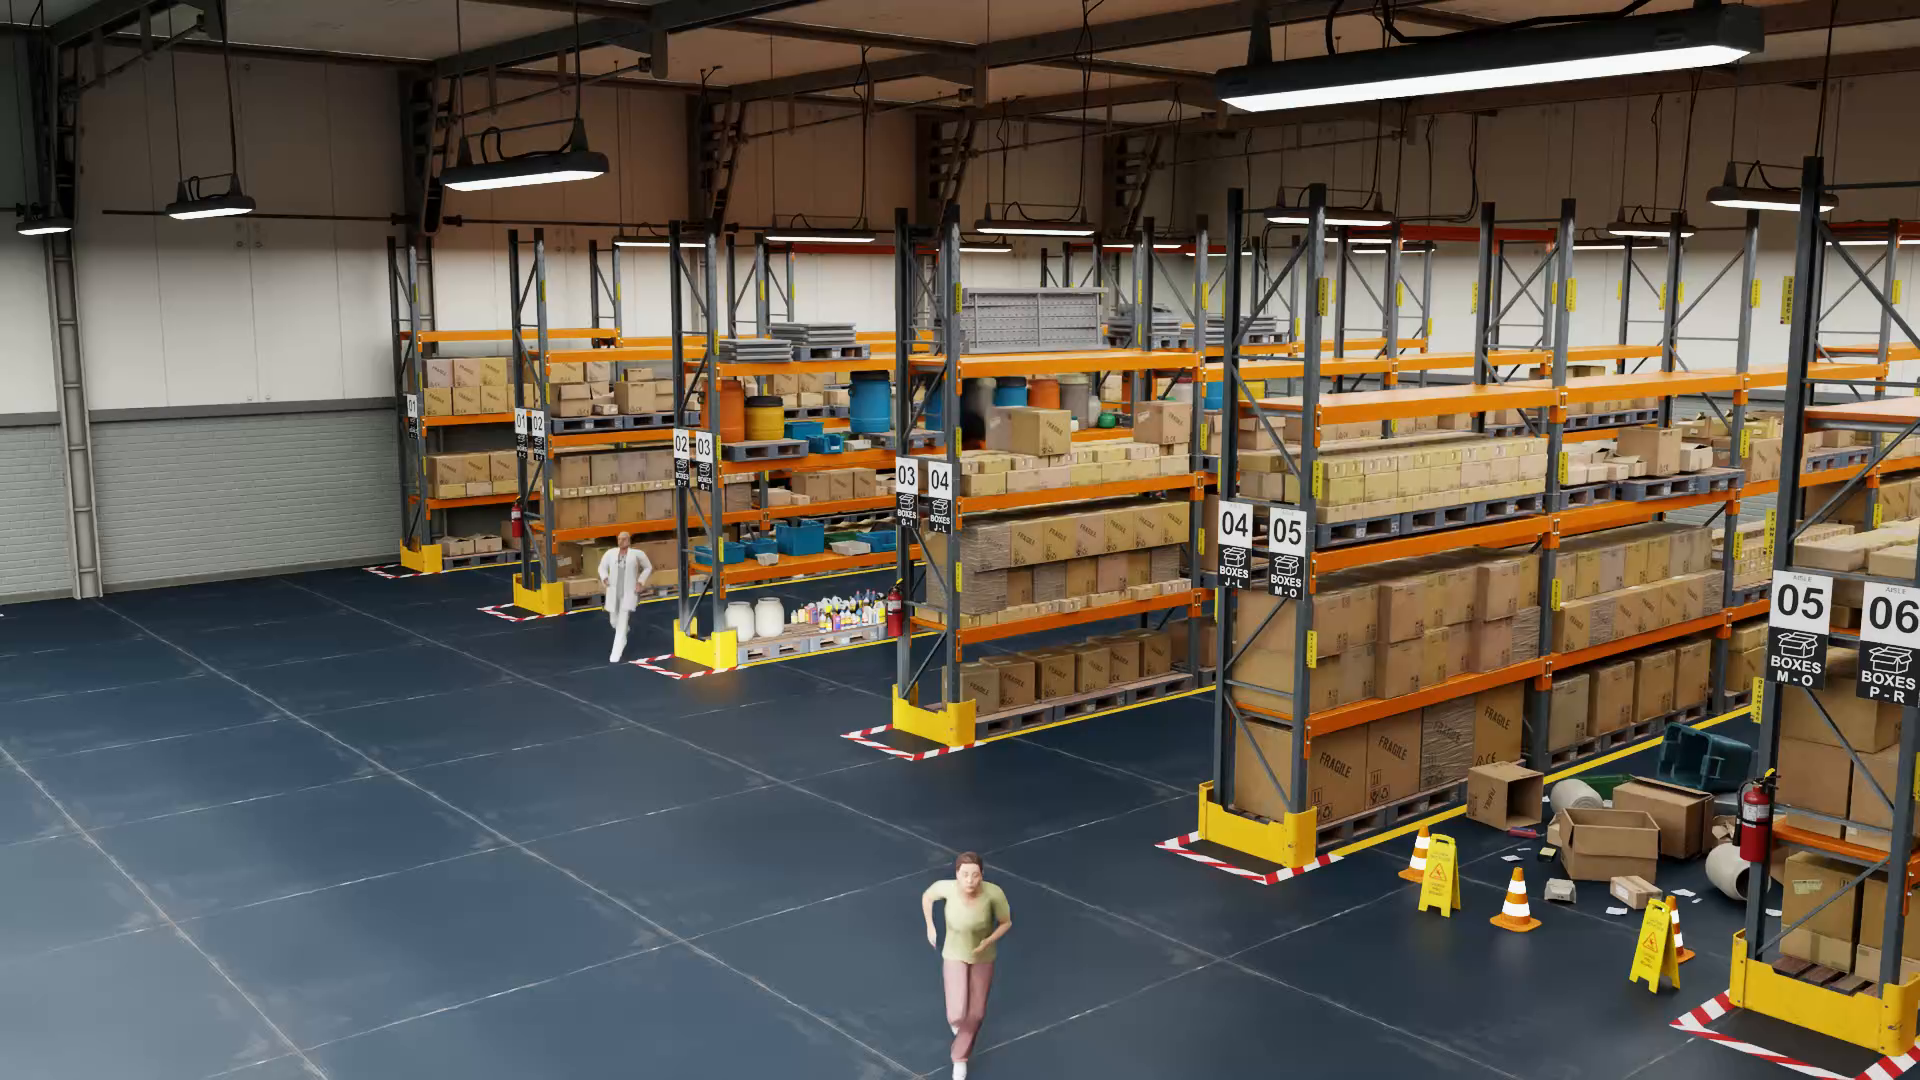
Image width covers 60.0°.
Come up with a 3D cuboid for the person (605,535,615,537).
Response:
[{"bbox_3d":[-5.982,-0.147,29.052,0.975,1.786,0.673,-8,12,-42],"label":"person"}]

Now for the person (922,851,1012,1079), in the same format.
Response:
[{"bbox_3d":[0.047,2.750,10.823,0.571,1.597,0.674,-1,9,-4],"label":"person"}]

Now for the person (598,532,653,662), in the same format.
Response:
[{"bbox_3d":[-4.668,0.751,23.188,0.730,1.773,0.924,1,9,5],"label":"person"}]
